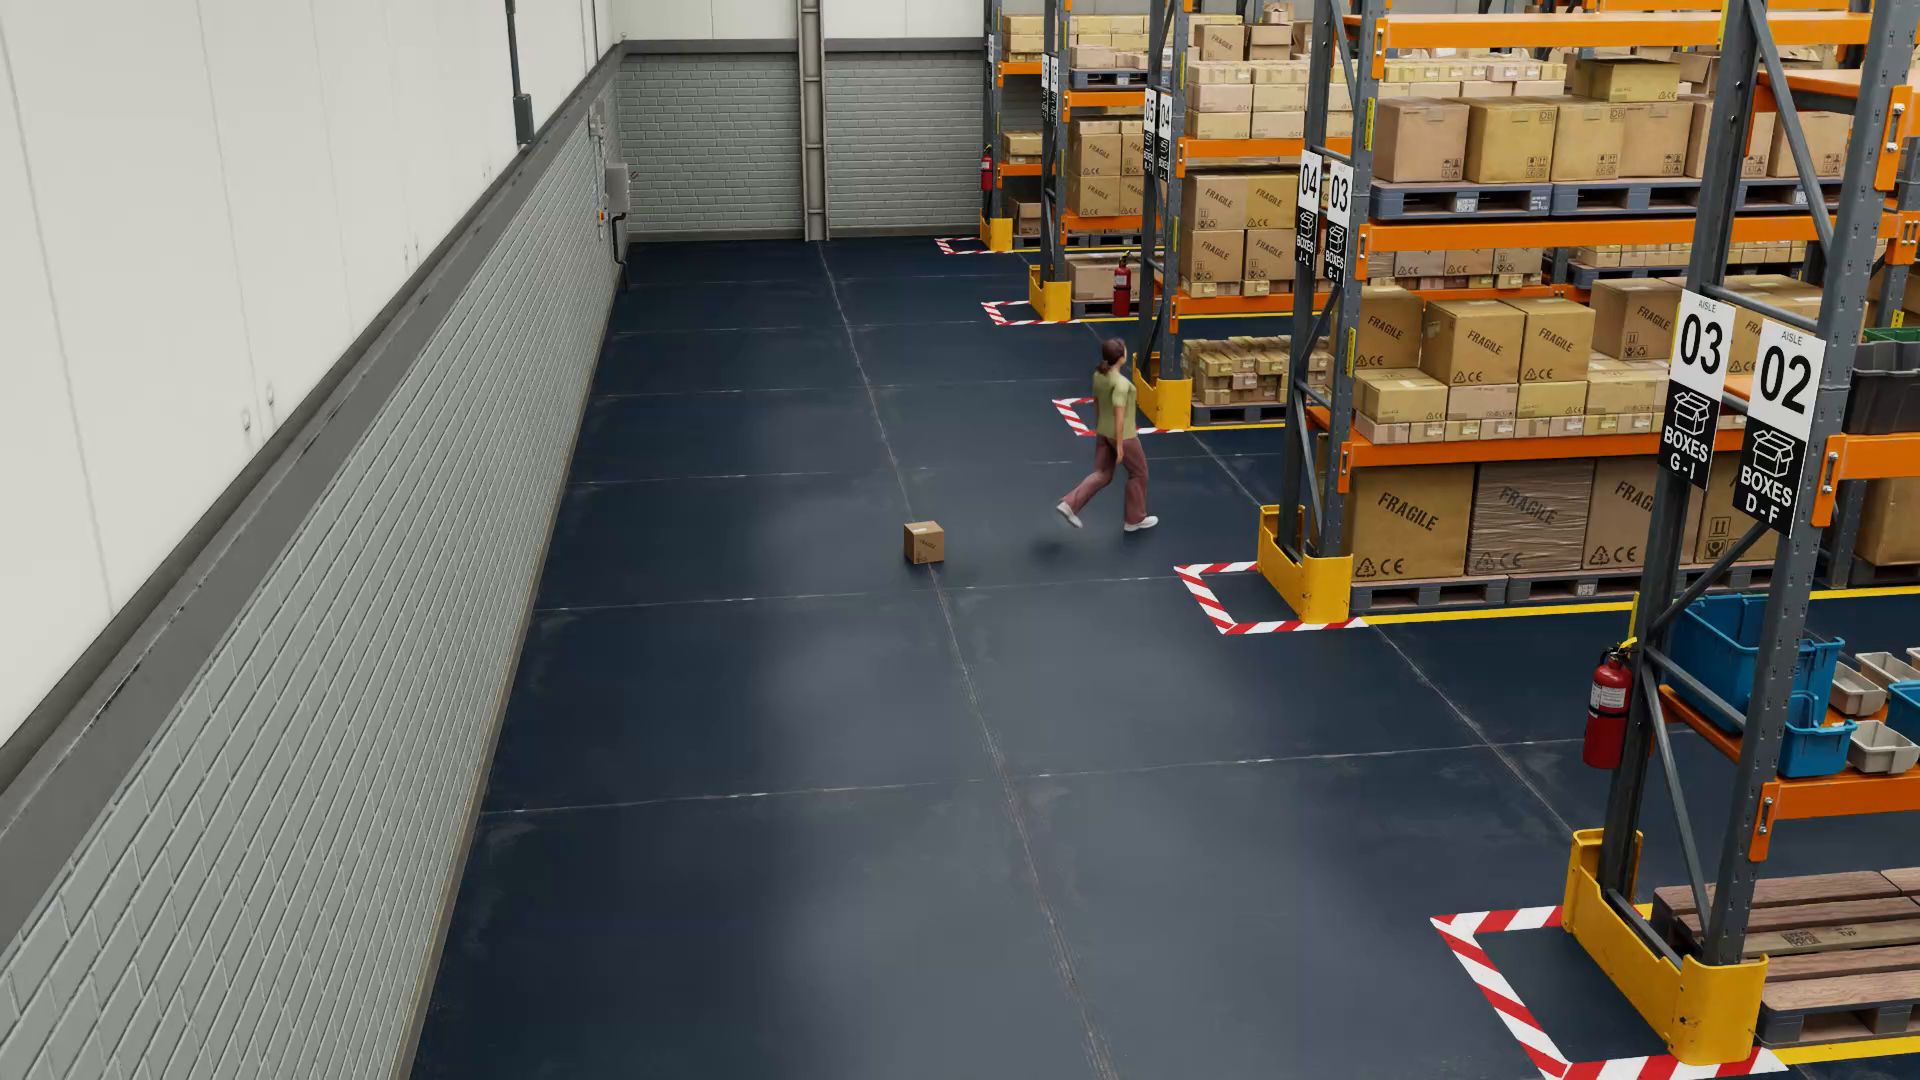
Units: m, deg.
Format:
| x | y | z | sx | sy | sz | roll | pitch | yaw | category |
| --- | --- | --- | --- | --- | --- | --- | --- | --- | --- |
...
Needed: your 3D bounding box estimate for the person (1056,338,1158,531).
| x | y | z | sx | sy | sz | roll | pitch | yaw | category |
| --- | --- | --- | --- | --- | --- | --- | --- | --- | --- |
| 1.206 | -0.830 | 13.343 | 0.893 | 1.629 | 0.457 | -12 | 23 | -30 | person |
